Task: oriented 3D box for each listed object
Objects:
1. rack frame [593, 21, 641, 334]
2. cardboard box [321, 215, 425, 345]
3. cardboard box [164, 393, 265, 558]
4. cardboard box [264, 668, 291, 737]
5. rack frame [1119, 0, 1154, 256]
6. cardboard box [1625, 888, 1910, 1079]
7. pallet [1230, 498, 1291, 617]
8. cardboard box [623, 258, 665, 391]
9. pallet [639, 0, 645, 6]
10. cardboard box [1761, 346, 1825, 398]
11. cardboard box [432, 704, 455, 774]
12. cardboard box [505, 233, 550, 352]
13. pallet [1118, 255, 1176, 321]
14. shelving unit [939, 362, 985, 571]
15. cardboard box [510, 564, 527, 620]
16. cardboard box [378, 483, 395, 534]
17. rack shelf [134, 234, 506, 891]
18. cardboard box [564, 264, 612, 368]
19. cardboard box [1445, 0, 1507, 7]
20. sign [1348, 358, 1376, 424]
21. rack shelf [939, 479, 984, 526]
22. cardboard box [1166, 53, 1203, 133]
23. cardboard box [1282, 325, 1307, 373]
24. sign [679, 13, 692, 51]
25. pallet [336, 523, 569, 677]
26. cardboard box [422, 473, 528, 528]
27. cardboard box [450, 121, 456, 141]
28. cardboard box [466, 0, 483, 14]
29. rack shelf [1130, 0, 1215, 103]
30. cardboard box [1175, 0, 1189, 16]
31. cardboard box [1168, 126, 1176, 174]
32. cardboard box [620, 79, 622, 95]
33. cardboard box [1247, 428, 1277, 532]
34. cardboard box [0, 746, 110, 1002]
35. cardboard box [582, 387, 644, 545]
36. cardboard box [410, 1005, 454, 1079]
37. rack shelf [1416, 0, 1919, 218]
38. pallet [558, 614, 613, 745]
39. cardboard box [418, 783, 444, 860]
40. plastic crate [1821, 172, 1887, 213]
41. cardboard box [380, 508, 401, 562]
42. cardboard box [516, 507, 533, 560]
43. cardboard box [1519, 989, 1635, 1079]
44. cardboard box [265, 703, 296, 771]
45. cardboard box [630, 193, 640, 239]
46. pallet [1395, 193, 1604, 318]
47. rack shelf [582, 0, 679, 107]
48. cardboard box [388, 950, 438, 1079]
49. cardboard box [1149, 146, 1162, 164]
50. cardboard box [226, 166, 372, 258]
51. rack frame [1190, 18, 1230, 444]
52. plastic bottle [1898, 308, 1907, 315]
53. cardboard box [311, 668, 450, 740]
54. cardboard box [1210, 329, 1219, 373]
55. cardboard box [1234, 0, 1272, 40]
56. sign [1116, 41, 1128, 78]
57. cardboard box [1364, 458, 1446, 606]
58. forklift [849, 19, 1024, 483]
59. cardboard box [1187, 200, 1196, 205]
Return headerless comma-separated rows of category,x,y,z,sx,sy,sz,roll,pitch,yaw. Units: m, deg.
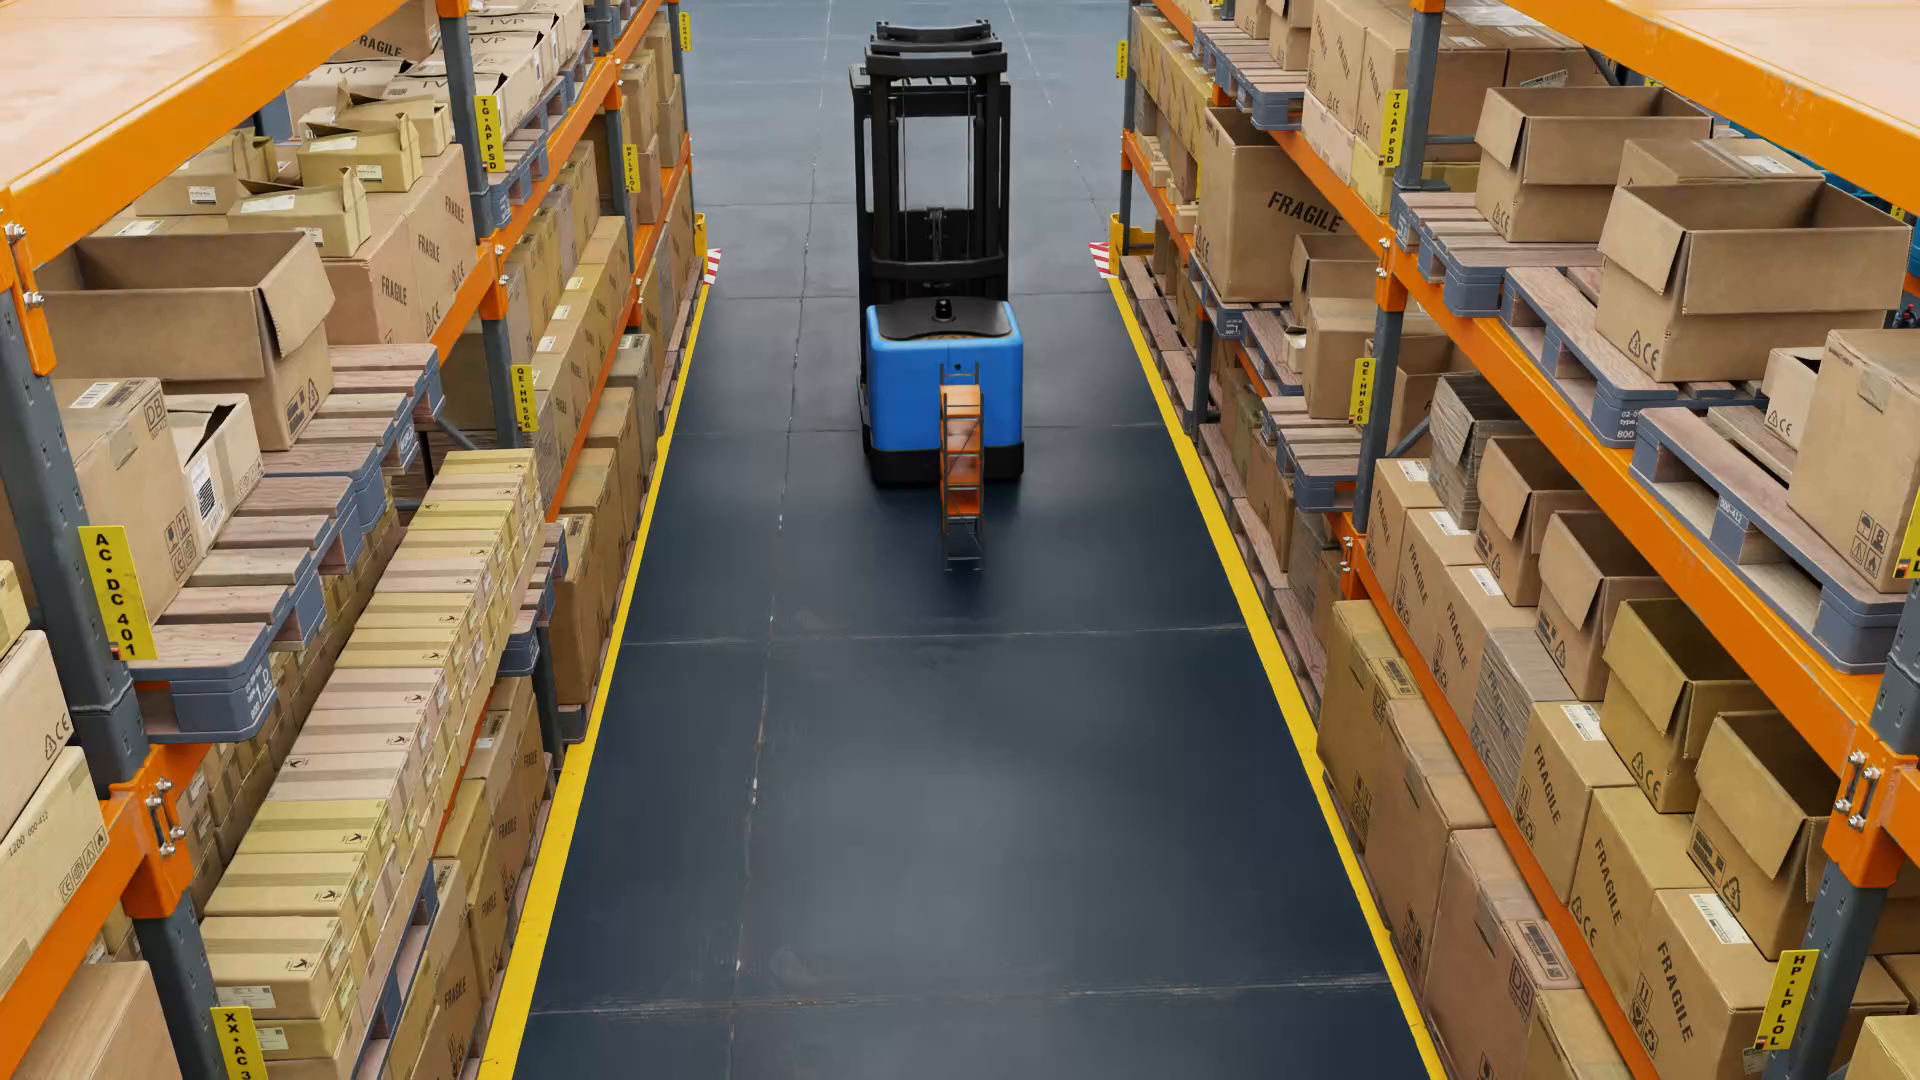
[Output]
rack frame,-2.755,-2.002,11.408,1.000,3.000,0.127,-1,28,-3
cardboard box,-2.201,-0.810,5.770,0.500,0.500,0.500,-1,28,-3
cardboard box,-2.174,-0.196,4.343,0.500,0.311,0.500,-2,28,-3
cardboard box,-2.635,0.586,5.942,0.380,0.149,0.250,0,28,-1
rack frame,1.995,-3.923,15.089,1.000,3.000,0.127,-1,28,-3
cardboard box,2.324,1.365,4.843,0.500,0.500,0.500,-1,28,-2
pallet,2.312,0.085,10.420,1.003,0.211,1.213,-1,28,-3
cardboard box,-2.718,-1.539,12.362,0.875,0.875,0.875,-1,28,-2
pallet,-2.848,-4.233,12.537,1.003,0.211,1.213,-1,28,-3
cardboard box,2.693,-0.477,5.057,0.380,0.149,0.250,-2,28,-5
cardboard box,-1.972,0.687,5.748,0.380,0.149,0.250,-2,28,-4
cardboard box,-2.616,-1.321,8.911,0.700,0.500,0.500,-2,28,-3
pallet,2.006,-2.275,14.946,1.003,0.211,1.213,-1,28,-3
shelving unit,0.009,-0.456,10.388,0.258,1.200,0.503,-1,28,-3
cardboard box,-2.036,0.220,6.964,0.380,0.149,0.250,-1,28,-2
cardboard box,-2.721,-0.134,7.321,0.380,0.149,0.250,0,28,0
rack shelf,-2.442,-0.242,5.568,1.077,0.370,4.000,-1,28,-3
cardboard box,-2.408,-1.345,10.040,0.500,0.500,0.500,-1,28,-2
cardboard box,2.588,-2.514,8.496,0.500,0.500,0.500,-2,28,-4
sign,1.871,-0.689,7.723,0.100,0.325,0.005,-1,28,-3
rack shelf,0.009,-0.220,10.511,0.258,0.148,0.480,-1,28,-3
cardboard box,1.853,-3.358,12.496,0.500,0.500,0.500,-1,28,-3
cardboard box,2.056,-1.118,9.404,0.396,0.266,0.258,-2,28,-4
sign,-2.421,-4.475,14.640,0.100,0.325,0.005,-1,28,-3
pallet,-2.403,0.257,7.284,1.213,0.211,1.003,-1,28,-3
cardboard box,-2.052,-0.162,7.054,0.380,0.149,0.250,-2,28,-3
cardboard box,-2.404,-1.762,7.413,0.380,0.149,0.250,-2,28,-5
cardboard box,-2.973,-3.218,10.079,0.258,0.266,0.396,-2,28,-3
rack shelf,2.099,-4.010,12.791,1.077,0.370,4.000,-1,28,-3
cardboard box,1.870,-4.020,12.194,0.500,0.250,0.500,-2,28,-3
cardboard box,2.139,-3.153,13.184,0.875,0.500,0.500,-1,28,-3
cardboard box,-2.885,-2.970,11.933,0.875,0.550,0.550,-1,28,-3
cardboard box,2.250,-0.399,10.561,0.700,0.500,0.500,-4,28,-7
cardboard box,-2.042,0.649,3.243,0.500,0.250,0.500,-1,28,-1
cardboard box,-2.586,-0.461,10.431,1.050,0.750,0.750,-1,28,-3
cardboard box,-2.140,2.022,5.940,0.500,0.500,0.500,0,28,0
rack shelf,2.517,-1.468,5.107,1.077,0.370,4.000,-1,28,-3
pallet,-2.512,0.715,9.212,1.003,0.211,1.213,-1,28,-3
cardboard box,-1.954,0.947,5.570,0.380,0.149,0.250,-3,28,-5
plastic crate,6.821,-2.634,12.779,0.499,0.251,0.616,-1,28,-3
cardboard box,-2.724,-0.018,7.421,0.380,0.149,0.250,-2,28,-3
cardboard box,-2.050,-0.021,7.105,0.380,0.149,0.250,0,28,-1
cardboard box,2.568,2.080,5.424,1.225,0.875,0.875,-1,28,-2
cardboard box,-2.641,0.714,6.017,0.380,0.149,0.250,-2,28,-4
cardboard box,-2.838,-2.492,12.185,0.875,0.550,0.550,-1,28,-3
pallet,2.499,-1.178,6.788,1.213,0.211,1.003,0,28,0
rack shelf,-2.860,-3.937,12.651,1.077,0.370,4.000,-1,28,-3
cardboard box,-2.142,1.688,5.770,0.500,0.250,0.500,-1,28,-1
cardboard box,1.803,-3.212,13.998,0.380,0.149,0.250,-1,28,-3
cardboard box,-2.178,-1.095,5.488,0.396,0.266,0.258,-1,28,-3
rack frame,2.203,-2.075,11.548,1.000,3.000,0.127,-1,28,-3
plastic bottle,7.545,-1.733,13.353,0.061,0.283,0.133,0,28,0
cardboard box,-1.967,0.563,5.662,0.380,0.149,0.250,0,28,-1
cardboard box,2.185,-1.603,12.891,0.500,0.500,0.500,7,28,14
cardboard box,2.129,-3.418,10.312,0.797,0.503,0.637,-3,28,-5
sign,1.453,-4.293,14.864,0.100,0.325,0.005,-1,28,-3
cardboard box,2.166,-0.041,7.540,0.500,0.500,0.500,-1,28,-1
forklift,-0.218,-2.343,12.135,1.130,2.935,3.031,-3,28,-5
cardboard box,1.936,-2.520,12.672,0.380,0.149,0.250,-1,28,-3
